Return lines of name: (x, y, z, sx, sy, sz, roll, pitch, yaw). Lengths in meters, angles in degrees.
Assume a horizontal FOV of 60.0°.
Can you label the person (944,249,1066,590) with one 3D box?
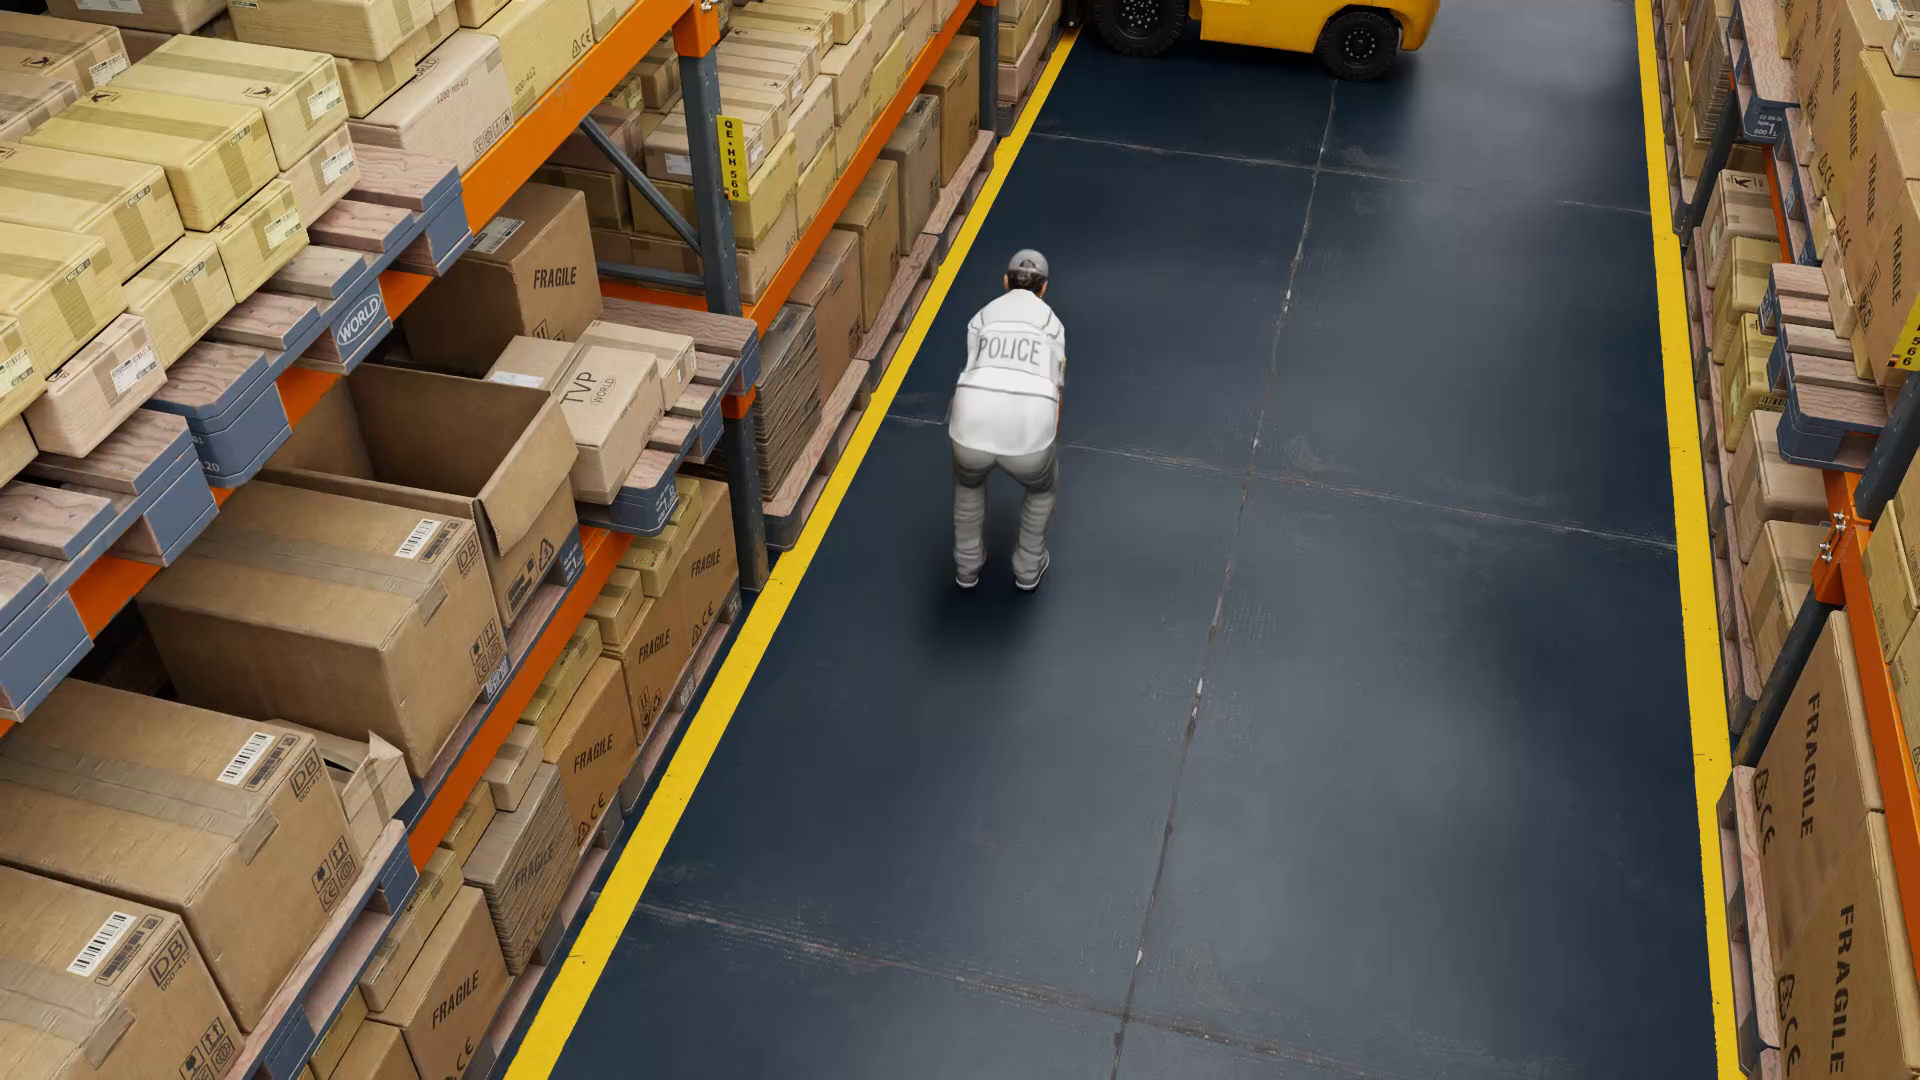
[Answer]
person: (0.213, -0.461, 6.947, 0.453, 1.323, 0.875, 8, 42, 9)
